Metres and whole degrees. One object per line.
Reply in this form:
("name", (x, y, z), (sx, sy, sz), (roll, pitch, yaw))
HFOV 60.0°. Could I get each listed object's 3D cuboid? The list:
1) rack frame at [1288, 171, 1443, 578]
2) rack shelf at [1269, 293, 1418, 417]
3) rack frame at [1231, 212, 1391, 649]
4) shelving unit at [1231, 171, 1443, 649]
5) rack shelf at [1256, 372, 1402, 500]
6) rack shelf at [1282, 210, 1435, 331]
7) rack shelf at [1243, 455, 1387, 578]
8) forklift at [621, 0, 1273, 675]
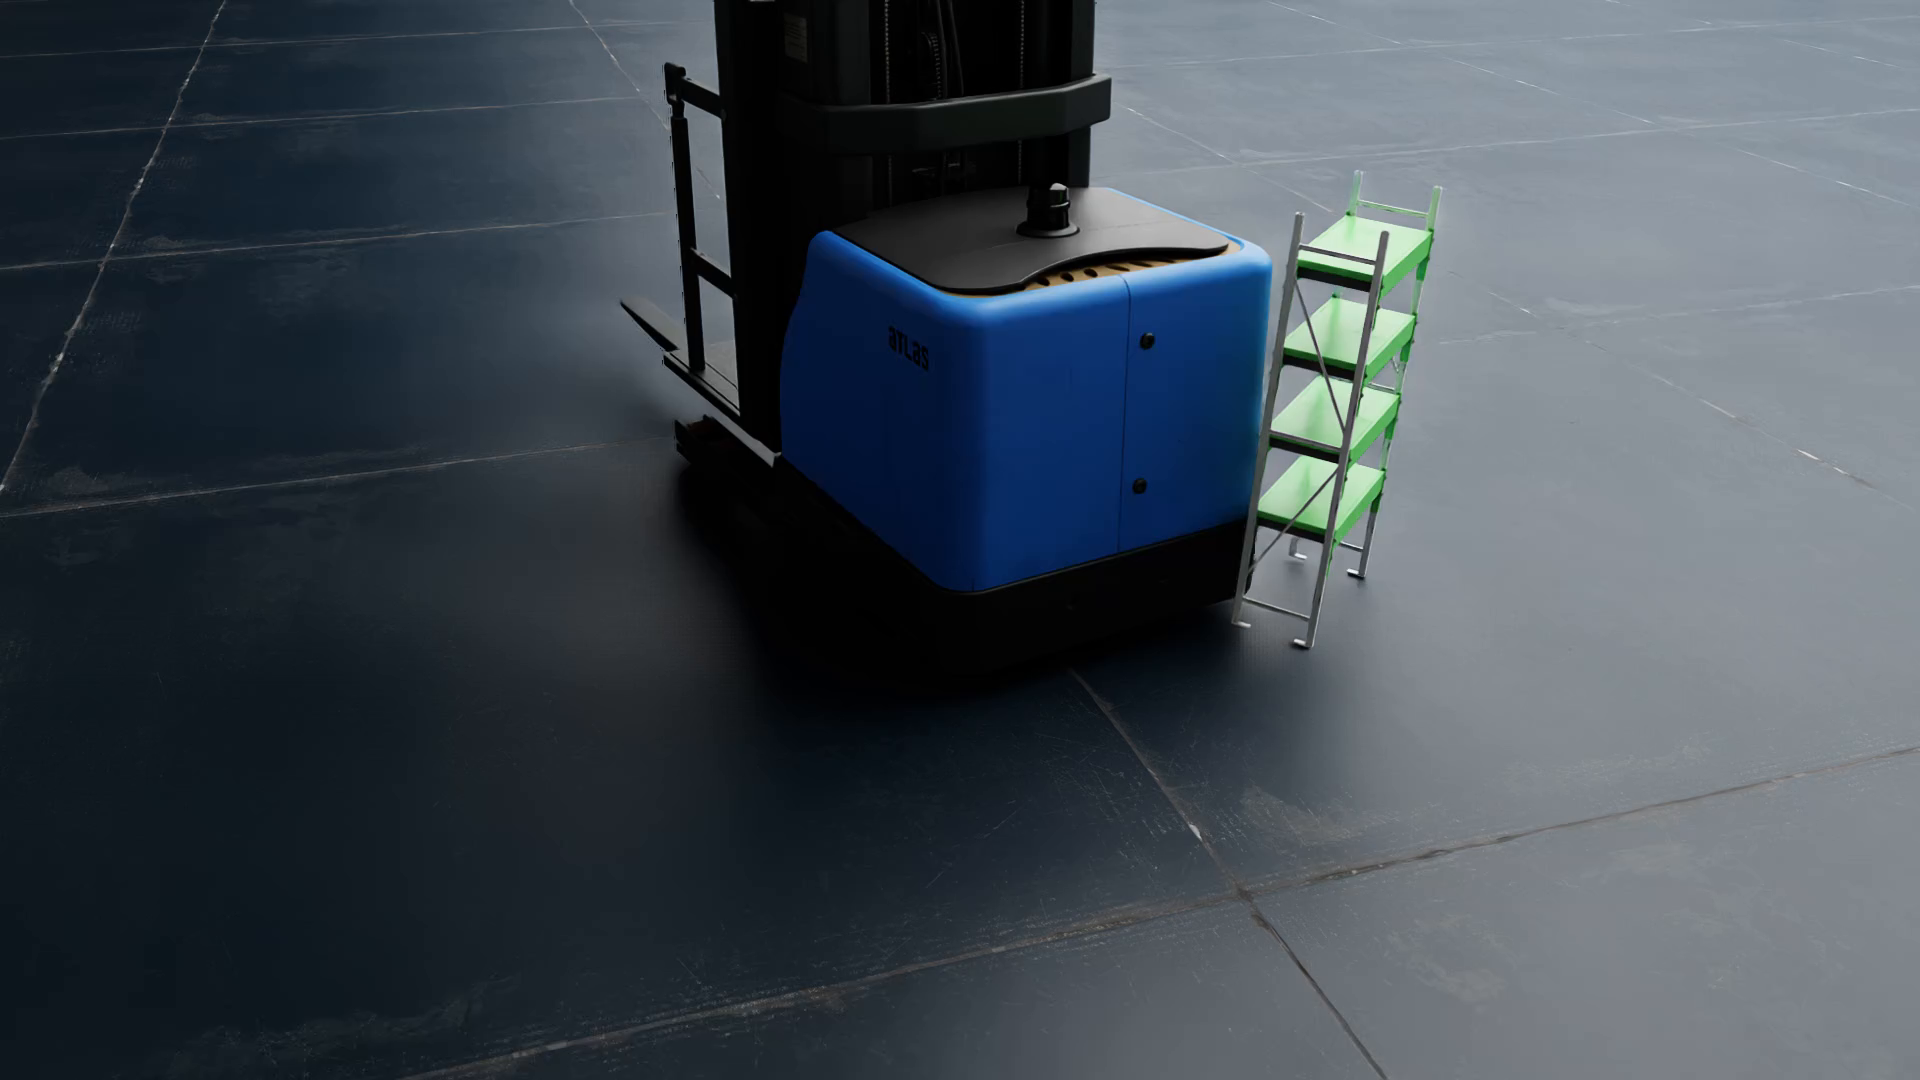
("rack frame", (1.152, -0.449, 4.787), (0.240, 1.200, 0.015), (18, 31, 24))
("rack shelf", (1.043, -0.509, 4.513), (0.258, 0.148, 0.480), (18, 31, 24))
("rack frame", (0.914, -0.260, 4.406), (0.240, 1.200, 0.015), (18, 31, 24))
("shelving unit", (1.033, -0.355, 4.597), (0.258, 1.200, 0.503), (18, 31, 24))
("rack shelf", (1.029, -0.299, 4.627), (0.258, 0.148, 0.480), (18, 31, 24))
("rack shelf", (1.057, -0.720, 4.400), (0.258, 0.148, 0.480), (18, 31, 24))
("rack shelf", (1.015, -0.088, 4.740), (0.258, 0.148, 0.480), (18, 31, 24))
("forklift", (-0.324, -1.576, 5.128), (1.130, 2.935, 3.031), (-14, 30, -27))
